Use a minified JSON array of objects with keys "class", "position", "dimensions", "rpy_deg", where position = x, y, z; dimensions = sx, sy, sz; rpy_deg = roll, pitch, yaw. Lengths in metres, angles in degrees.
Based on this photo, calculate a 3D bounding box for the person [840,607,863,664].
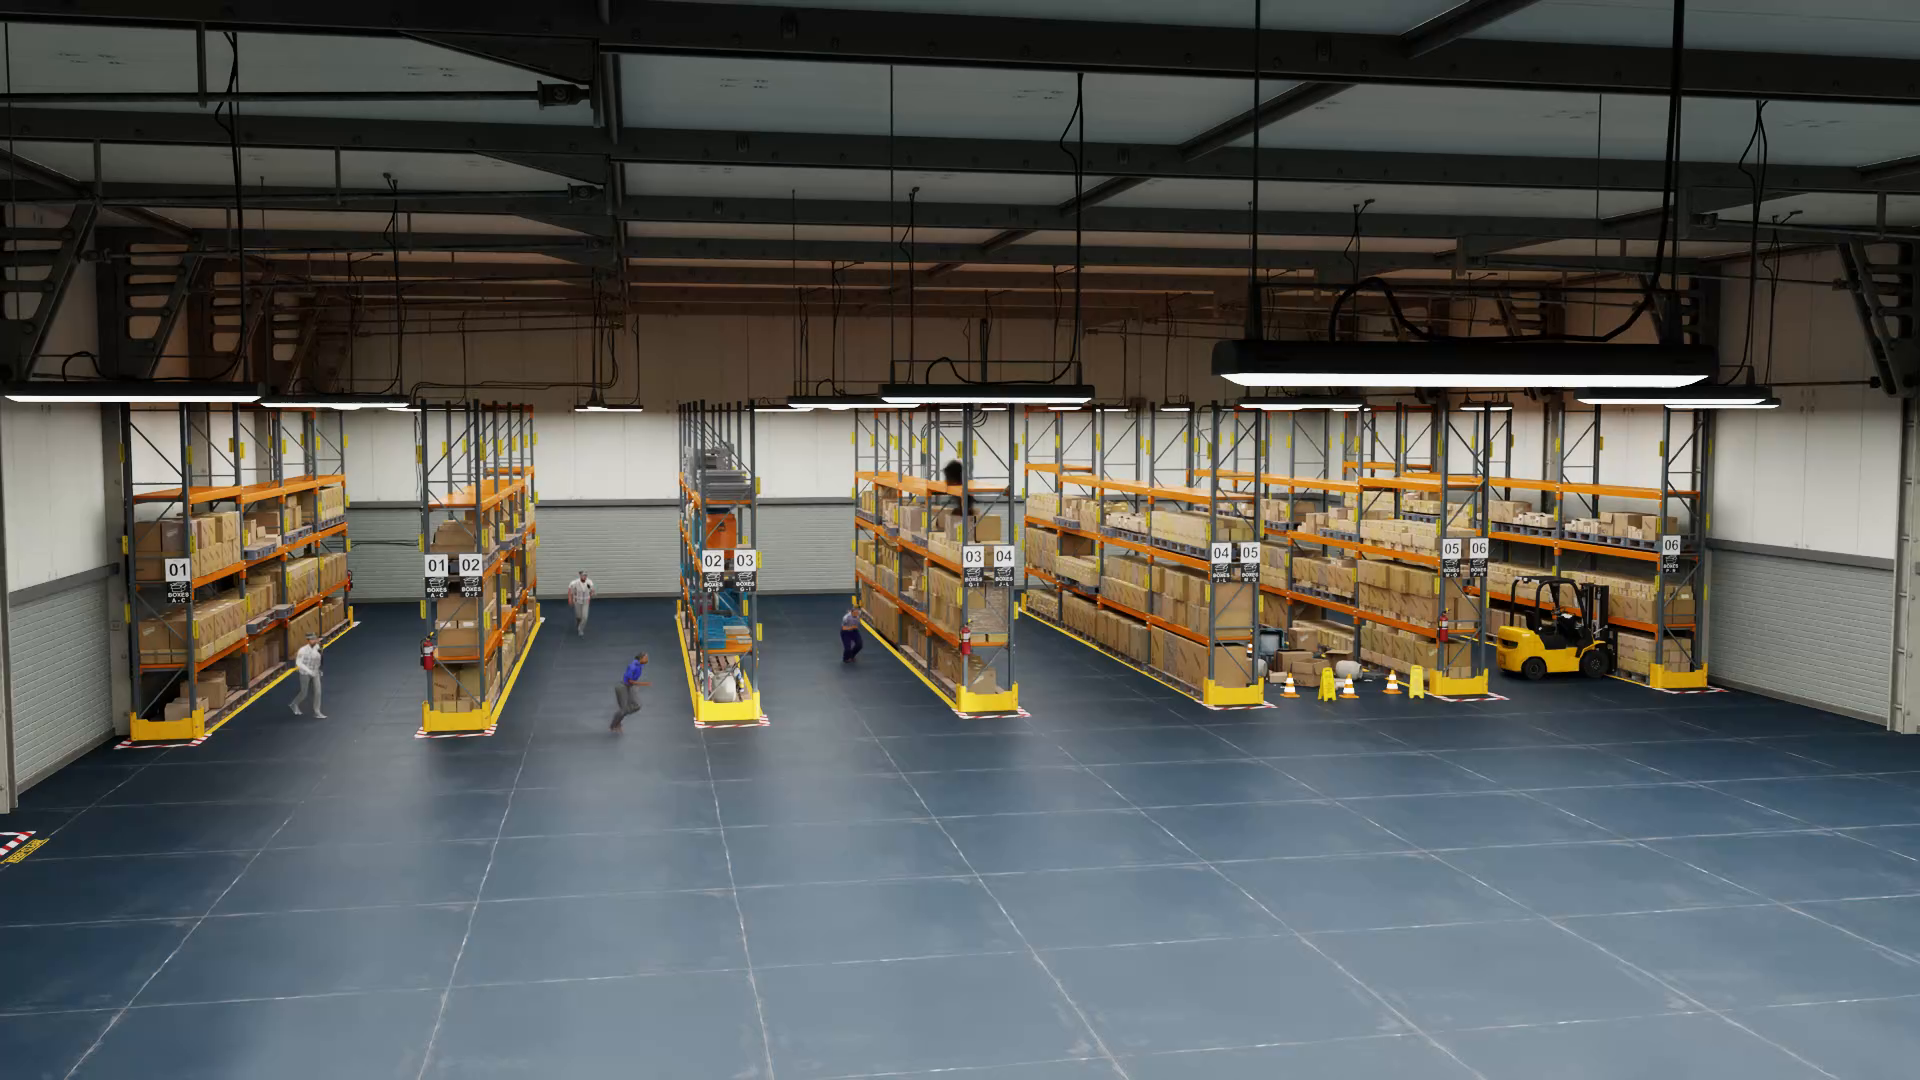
[{"class":"person","position":[-2.489,2.178,38.028],"dimensions":[0.606,1.388,0.940],"rpy_deg":[-3,5,-32]}]

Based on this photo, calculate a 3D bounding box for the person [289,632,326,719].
[{"class":"person","position":[-12.301,2.528,31.330],"dimensions":[0.886,1.648,0.585],"rpy_deg":[3,5,33]}]

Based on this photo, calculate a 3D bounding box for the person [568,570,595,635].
[{"class":"person","position":[-9.862,1.612,43.330],"dimensions":[0.661,1.708,0.673],"rpy_deg":[-2,5,-28]}]

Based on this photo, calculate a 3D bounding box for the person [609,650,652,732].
[{"class":"person","position":[-5.939,2.719,30.027],"dimensions":[0.827,1.486,0.595],"rpy_deg":[1,4,8]}]
